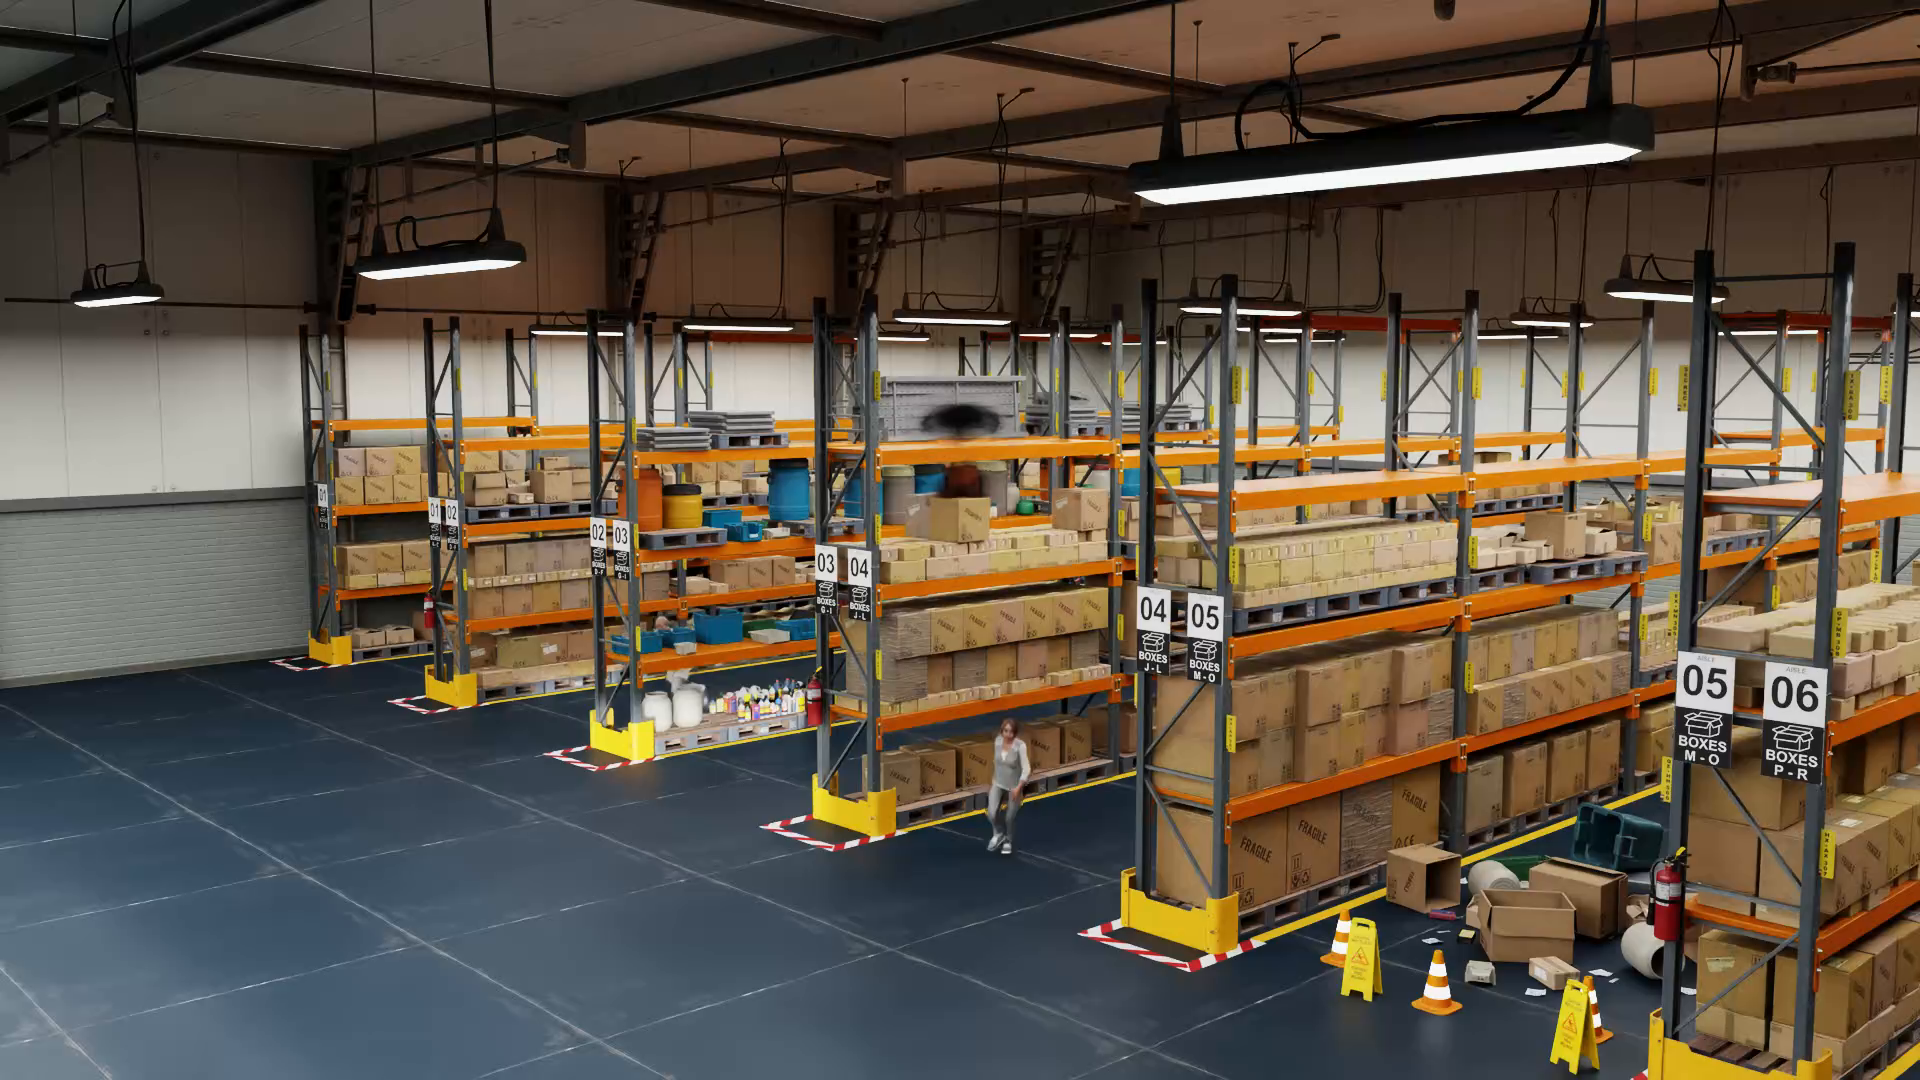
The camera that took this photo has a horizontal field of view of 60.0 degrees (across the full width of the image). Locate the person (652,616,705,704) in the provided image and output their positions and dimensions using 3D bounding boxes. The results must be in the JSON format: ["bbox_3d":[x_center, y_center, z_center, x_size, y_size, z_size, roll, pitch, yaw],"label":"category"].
[{"bbox_3d":[-4.213,1.876,24.927,0.719,1.585,1.039,3,7,30],"label":"person"}]

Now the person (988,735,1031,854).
[{"bbox_3d":[0.539,2.714,17.684,0.505,1.333,0.550,2,6,16],"label":"person"}]

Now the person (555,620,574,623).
[{"bbox_3d":[-7.001,1.470,29.690,0.521,1.477,0.703,5,7,38],"label":"person"}]
